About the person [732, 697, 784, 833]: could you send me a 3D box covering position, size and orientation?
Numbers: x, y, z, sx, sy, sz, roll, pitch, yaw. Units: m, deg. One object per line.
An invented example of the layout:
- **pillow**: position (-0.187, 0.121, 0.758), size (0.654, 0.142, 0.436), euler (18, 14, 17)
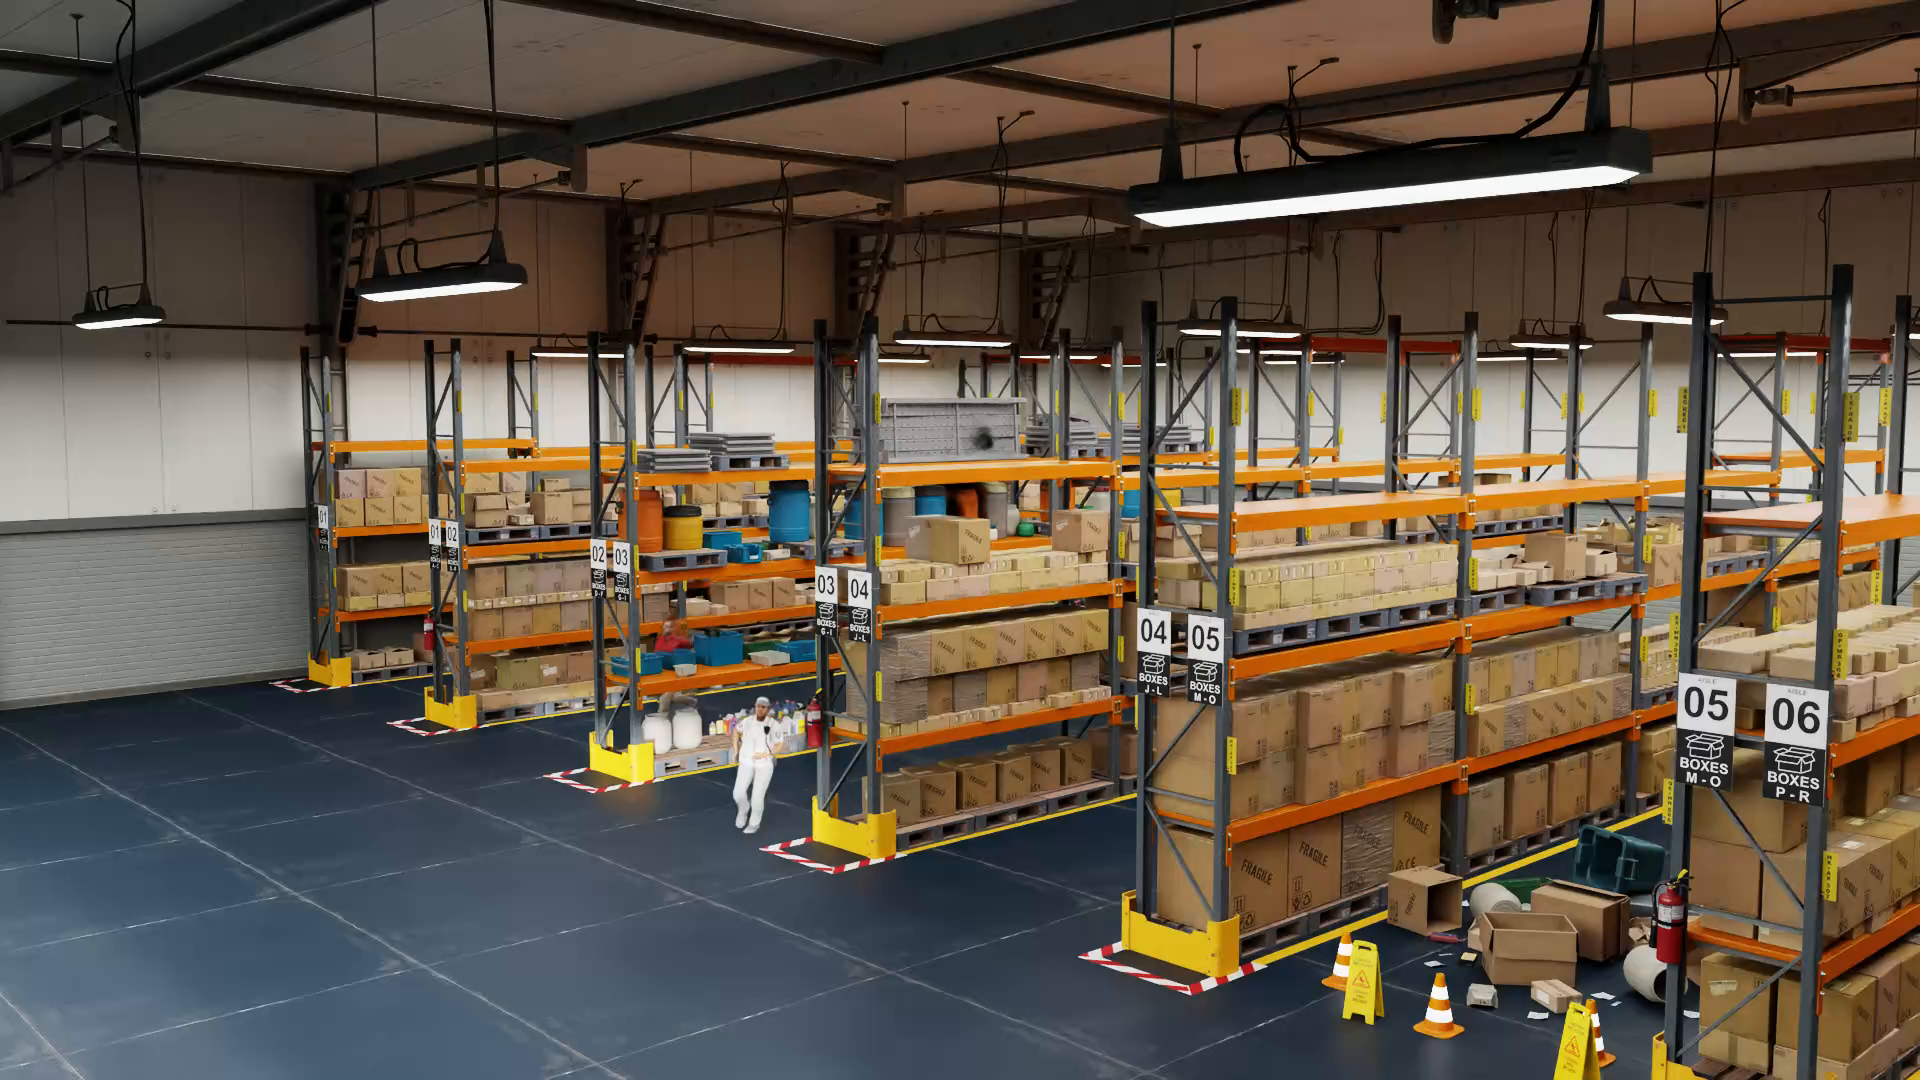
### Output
- **person**: position (-2.391, 2.646, 19.523), size (0.628, 1.615, 0.548), euler (0, 5, 3)

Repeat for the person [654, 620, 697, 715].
- **person**: position (-4.435, 2.086, 25.507), size (0.631, 1.739, 1.138), euler (4, 6, 39)
